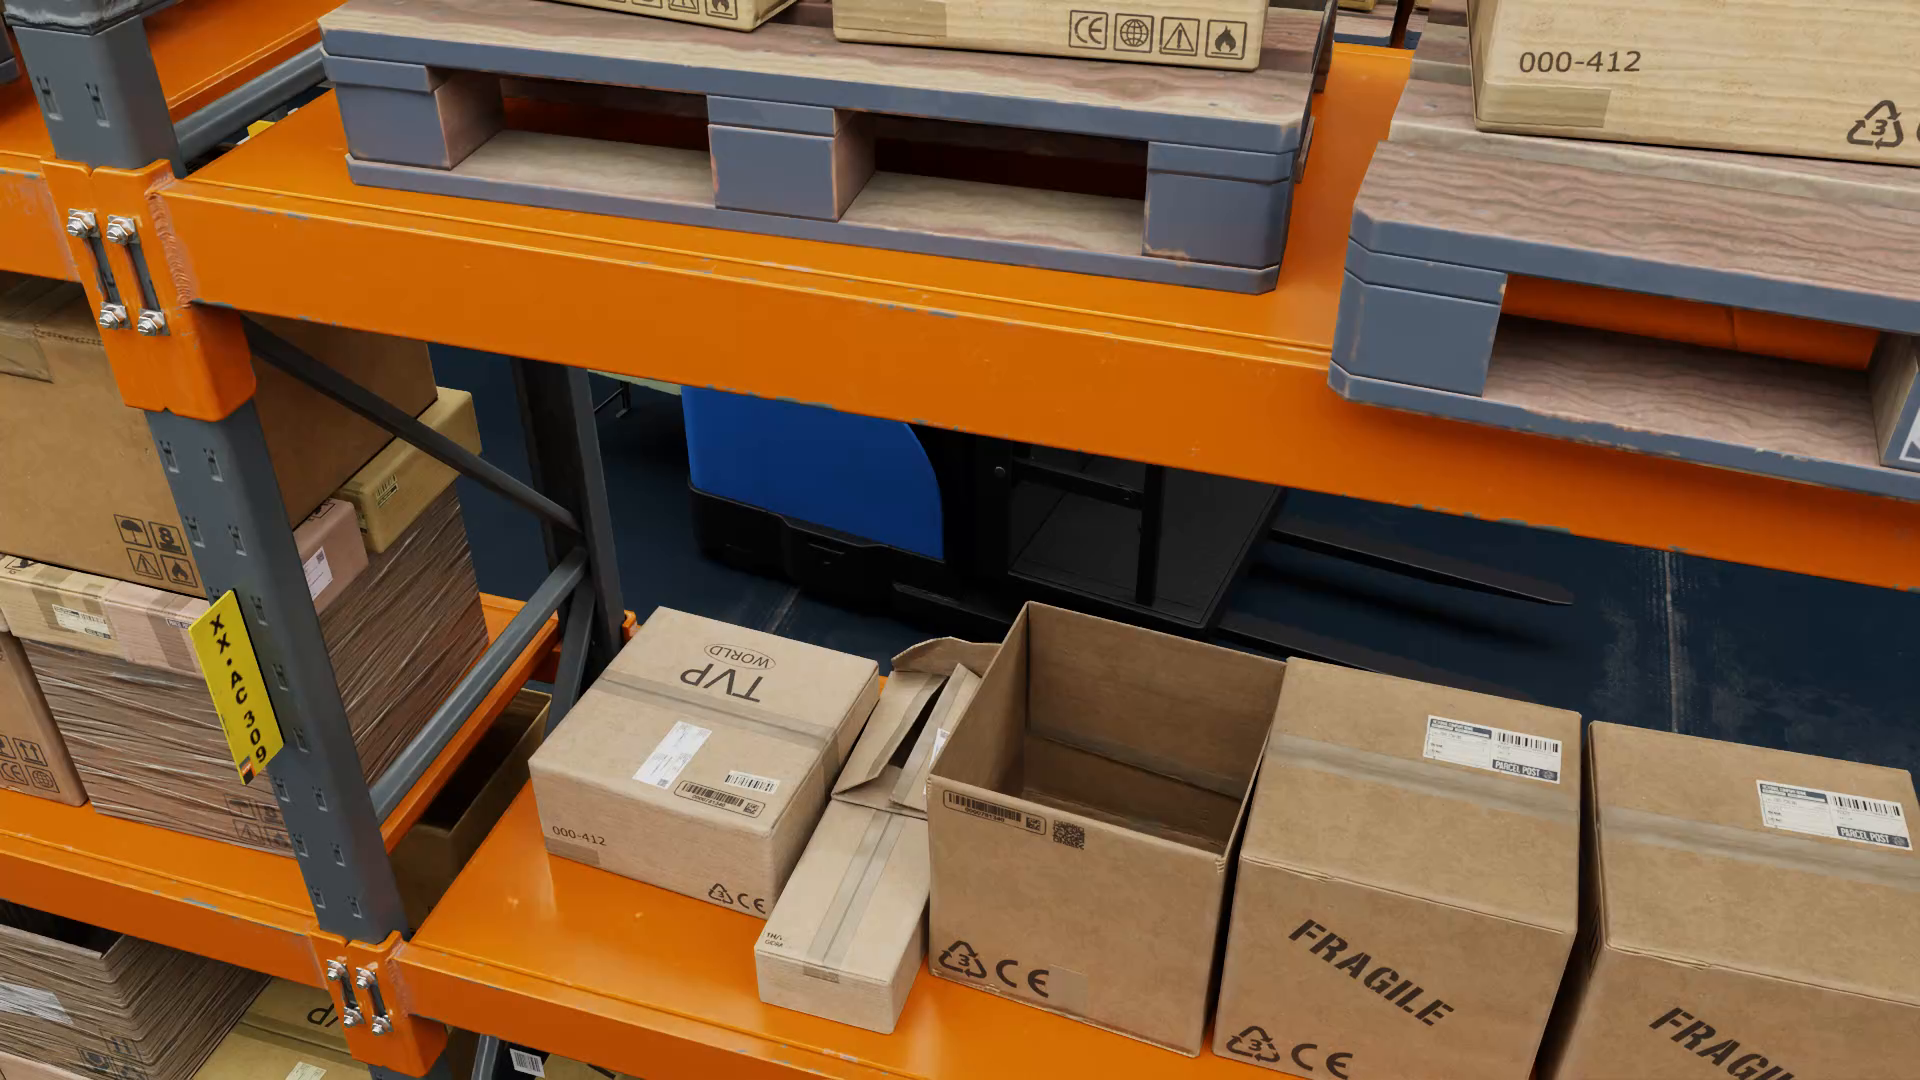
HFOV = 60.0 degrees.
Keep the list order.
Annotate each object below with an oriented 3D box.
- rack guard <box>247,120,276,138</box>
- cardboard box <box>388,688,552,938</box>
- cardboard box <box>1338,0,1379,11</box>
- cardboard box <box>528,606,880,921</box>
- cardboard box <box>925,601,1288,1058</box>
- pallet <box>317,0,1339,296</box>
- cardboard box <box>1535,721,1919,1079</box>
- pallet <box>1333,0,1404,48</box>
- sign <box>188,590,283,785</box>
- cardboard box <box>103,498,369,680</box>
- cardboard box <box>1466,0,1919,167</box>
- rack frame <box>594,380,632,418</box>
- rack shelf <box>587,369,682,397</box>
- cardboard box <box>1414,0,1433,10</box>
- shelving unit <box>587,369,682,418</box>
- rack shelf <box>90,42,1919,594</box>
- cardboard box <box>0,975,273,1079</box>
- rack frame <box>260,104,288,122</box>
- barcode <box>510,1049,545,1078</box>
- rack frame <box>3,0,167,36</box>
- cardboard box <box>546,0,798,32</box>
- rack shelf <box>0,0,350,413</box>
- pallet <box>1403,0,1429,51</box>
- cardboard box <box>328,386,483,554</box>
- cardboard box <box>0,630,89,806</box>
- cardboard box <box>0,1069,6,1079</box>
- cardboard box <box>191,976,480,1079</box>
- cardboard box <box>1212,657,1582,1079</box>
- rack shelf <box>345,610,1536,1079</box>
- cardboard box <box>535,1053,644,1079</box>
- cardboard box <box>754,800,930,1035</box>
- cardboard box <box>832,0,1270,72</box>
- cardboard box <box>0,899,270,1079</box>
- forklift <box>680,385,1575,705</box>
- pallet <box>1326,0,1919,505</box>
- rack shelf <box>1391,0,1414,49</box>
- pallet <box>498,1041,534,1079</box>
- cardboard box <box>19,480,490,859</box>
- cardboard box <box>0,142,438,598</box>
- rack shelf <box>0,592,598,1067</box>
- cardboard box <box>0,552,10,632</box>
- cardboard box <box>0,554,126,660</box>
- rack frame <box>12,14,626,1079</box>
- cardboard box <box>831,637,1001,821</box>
[{"bbox_3d":[-3.238,-2.189,8.803,0.348,0.500,1.175,10,38,14],"label":"rack guard"},{"bbox_3d":[-1.315,0.678,4.131,0.500,0.500,0.500,10,38,14],"label":"cardboard box"},{"bbox_3d":[1.514,-2.508,6.671,0.500,0.500,0.700,14,39,19],"label":"cardboard box"},{"bbox_3d":[-0.483,0.424,3.270,0.500,0.250,0.500,13,38,17],"label":"cardboard box"},{"bbox_3d":[0.265,0.499,2.957,0.500,0.500,0.500,13,38,17],"label":"cardboard box"},{"bbox_3d":[-0.120,-0.681,2.276,1.217,0.209,0.805,9,37,12],"label":"pallet"},{"bbox_3d":[1.246,0.680,2.711,0.500,0.500,0.500,9,37,11],"label":"cardboard box"},{"bbox_3d":[1.194,-2.208,6.881,1.213,0.211,1.003,10,38,14],"label":"pallet"},{"bbox_3d":[-1.130,0.235,2.603,0.005,0.325,0.100,10,38,14],"label":"sign"},{"bbox_3d":[-1.289,0.073,2.989,0.250,0.149,0.380,10,38,14],"label":"cardboard box"},{"bbox_3d":[0.841,-0.643,1.835,0.500,0.250,0.500,7,37,10],"label":"cardboard box"},{"bbox_3d":[-1.477,-1.055,6.418,0.023,1.500,0.400,16,39,20],"label":"rack frame"},{"bbox_3d":[-1.147,-0.699,6.484,0.720,0.370,0.431,16,39,20],"label":"rack shelf"},{"bbox_3d":[2.152,-2.409,6.537,0.500,0.500,0.700,16,39,20],"label":"cardboard box"},{"bbox_3d":[-1.147,-0.962,6.291,0.755,1.500,0.431,16,39,20],"label":"shelving unit"},{"bbox_3d":[0.943,-0.264,2.154,4.000,0.370,1.077,10,38,14],"label":"rack shelf"},{"bbox_3d":[-1.948,1.187,4.072,0.500,0.250,0.500,10,38,14],"label":"cardboard box"},{"bbox_3d":[-3.311,-3.209,8.080,0.127,3.000,1.000,10,38,14],"label":"rack frame"},{"bbox_3d":[-0.847,1.025,3.255,0.075,0.075,0.001,10,38,14],"label":"barcode"},{"bbox_3d":[-0.966,-2.115,1.532,0.127,3.000,1.000,10,38,14],"label":"rack frame"},{"bbox_3d":[-0.381,-0.901,2.186,0.500,0.250,0.500,14,39,19],"label":"cardboard box"},{"bbox_3d":[-2.875,-0.971,3.115,4.000,0.370,1.077,10,38,14],"label":"rack shelf"},{"bbox_3d":[2.424,-2.045,6.660,1.213,0.211,1.003,10,38,14],"label":"pallet"},{"bbox_3d":[-1.165,-0.158,3.302,0.250,0.149,0.380,10,38,14],"label":"cardboard box"},{"bbox_3d":[-1.897,0.096,3.504,0.500,0.500,0.700,10,38,13],"label":"cardboard box"},{"bbox_3d":[-2.430,1.107,4.181,0.500,0.250,0.500,10,38,14],"label":"cardboard box"},{"bbox_3d":[-1.474,1.281,3.944,0.500,0.250,0.500,10,38,14],"label":"cardboard box"},{"bbox_3d":[0.743,0.587,2.837,0.500,0.500,0.500,11,38,14],"label":"cardboard box"},{"bbox_3d":[0.943,0.944,3.043,4.000,0.370,1.077,10,38,14],"label":"rack shelf"},{"bbox_3d":[-0.646,1.227,3.544,0.500,0.311,0.500,11,38,14],"label":"cardboard box"},{"bbox_3d":[-0.181,0.674,3.015,0.250,0.149,0.380,10,38,14],"label":"cardboard box"},{"bbox_3d":[0.144,-0.806,2.056,0.500,0.250,0.500,7,37,9],"label":"cardboard box"},{"bbox_3d":[-1.948,0.884,3.851,0.500,0.500,0.500,10,38,14],"label":"cardboard box"},{"bbox_3d":[0.569,-1.021,5.164,3.031,2.935,1.130,16,39,20],"label":"forklift"},{"bbox_3d":[1.109,-0.389,1.877,1.213,0.211,1.003,12,38,16],"label":"pallet"},{"bbox_3d":[2.417,-1.859,6.852,4.000,0.370,1.077,10,38,14],"label":"rack shelf"},{"bbox_3d":[-1.713,1.260,4.360,1.213,0.211,1.003,10,38,14],"label":"pallet"},{"bbox_3d":[-1.391,0.186,3.383,0.500,0.500,0.700,10,37,13],"label":"cardboard box"},{"bbox_3d":[-1.391,-0.337,2.998,0.500,0.500,0.700,11,38,14],"label":"cardboard box"},{"bbox_3d":[-2.875,0.237,4.004,4.000,0.370,1.077,10,38,14],"label":"rack shelf"},{"bbox_3d":[-1.776,-0.017,3.111,0.250,0.149,0.380,9,37,13],"label":"cardboard box"},{"bbox_3d":[-1.525,0.028,3.050,0.250,0.149,0.380,10,37,13],"label":"cardboard box"},{"bbox_3d":[-0.966,0.301,3.311,0.127,3.000,1.000,10,38,14],"label":"rack frame"},{"bbox_3d":[-0.072,0.407,3.280,0.258,0.266,0.396,10,37,13],"label":"cardboard box"}]
